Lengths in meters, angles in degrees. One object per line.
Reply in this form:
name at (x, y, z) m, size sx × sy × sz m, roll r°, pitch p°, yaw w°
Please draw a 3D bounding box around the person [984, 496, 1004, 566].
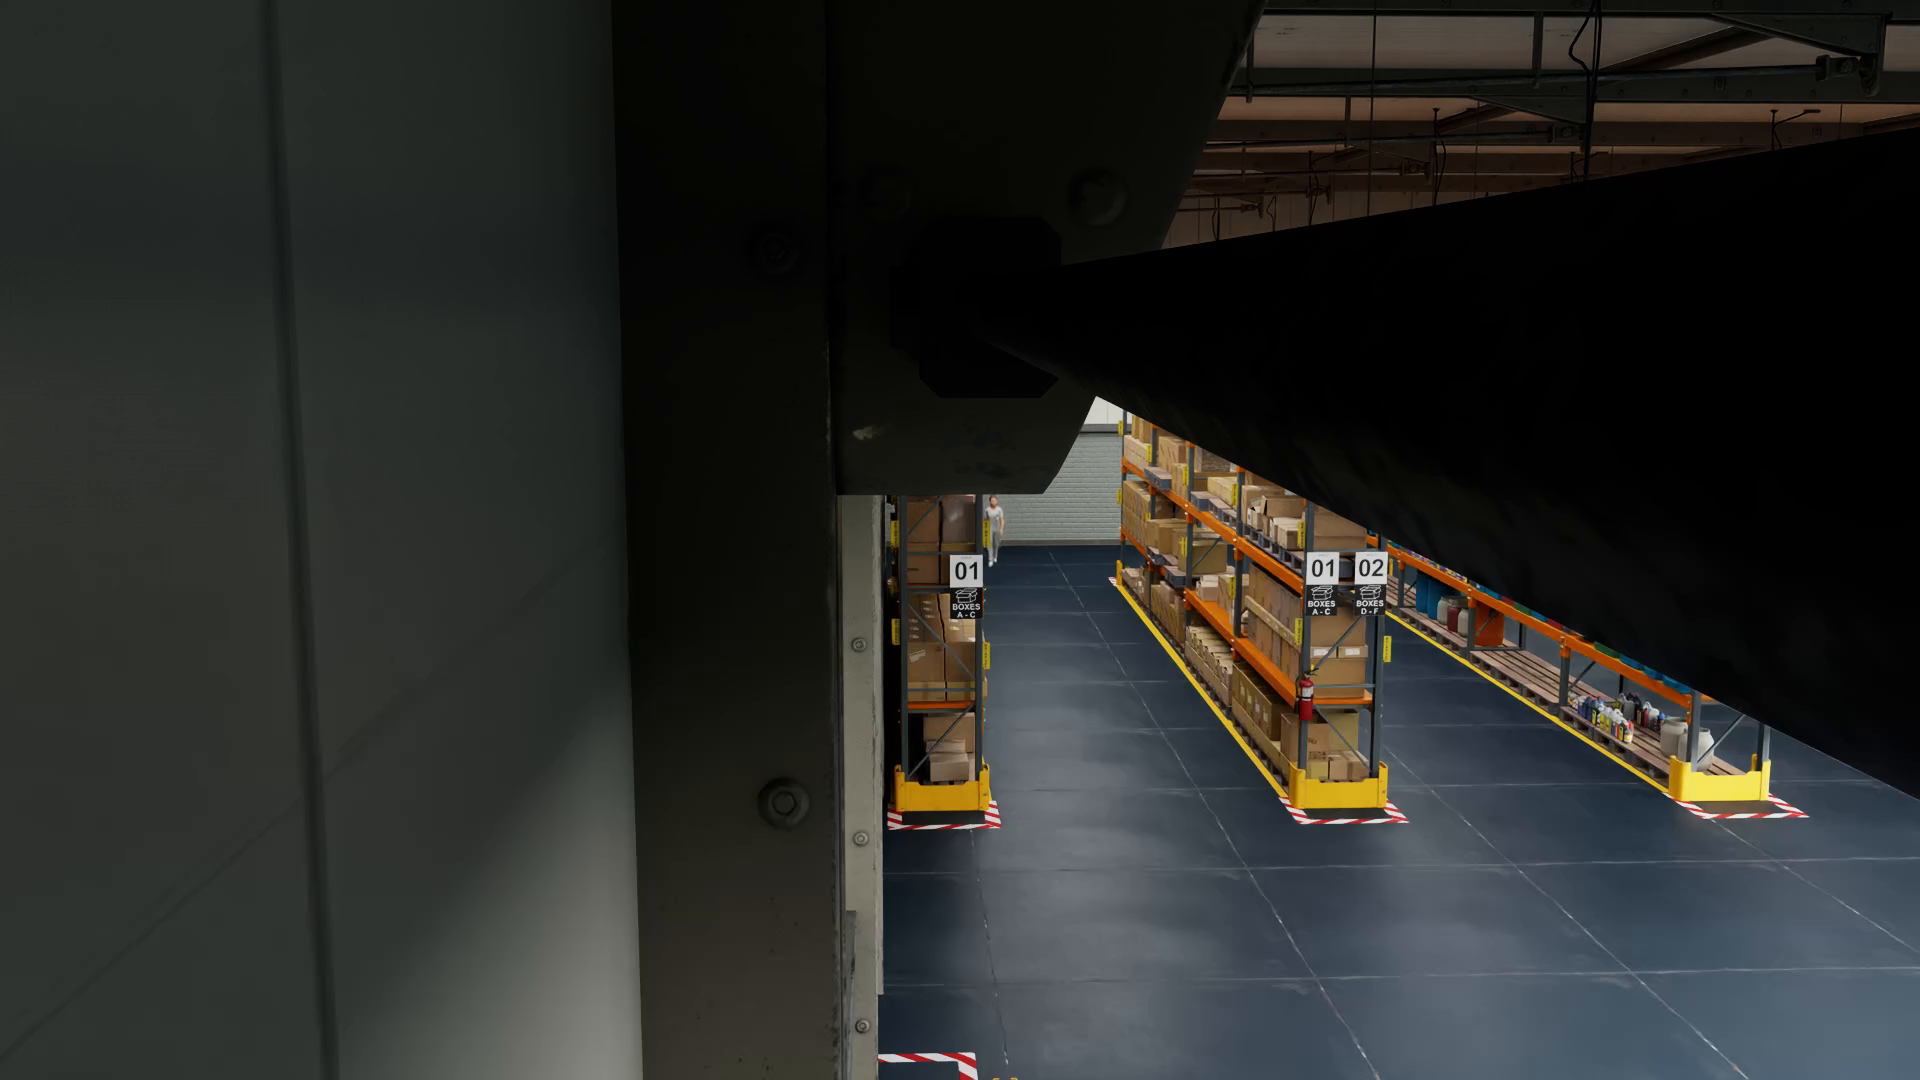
person at (0.796, -0.229, 38.916) m, size 0.473 × 1.601 × 1.044 m, roll -1°, pitch 9°, yaw -8°
